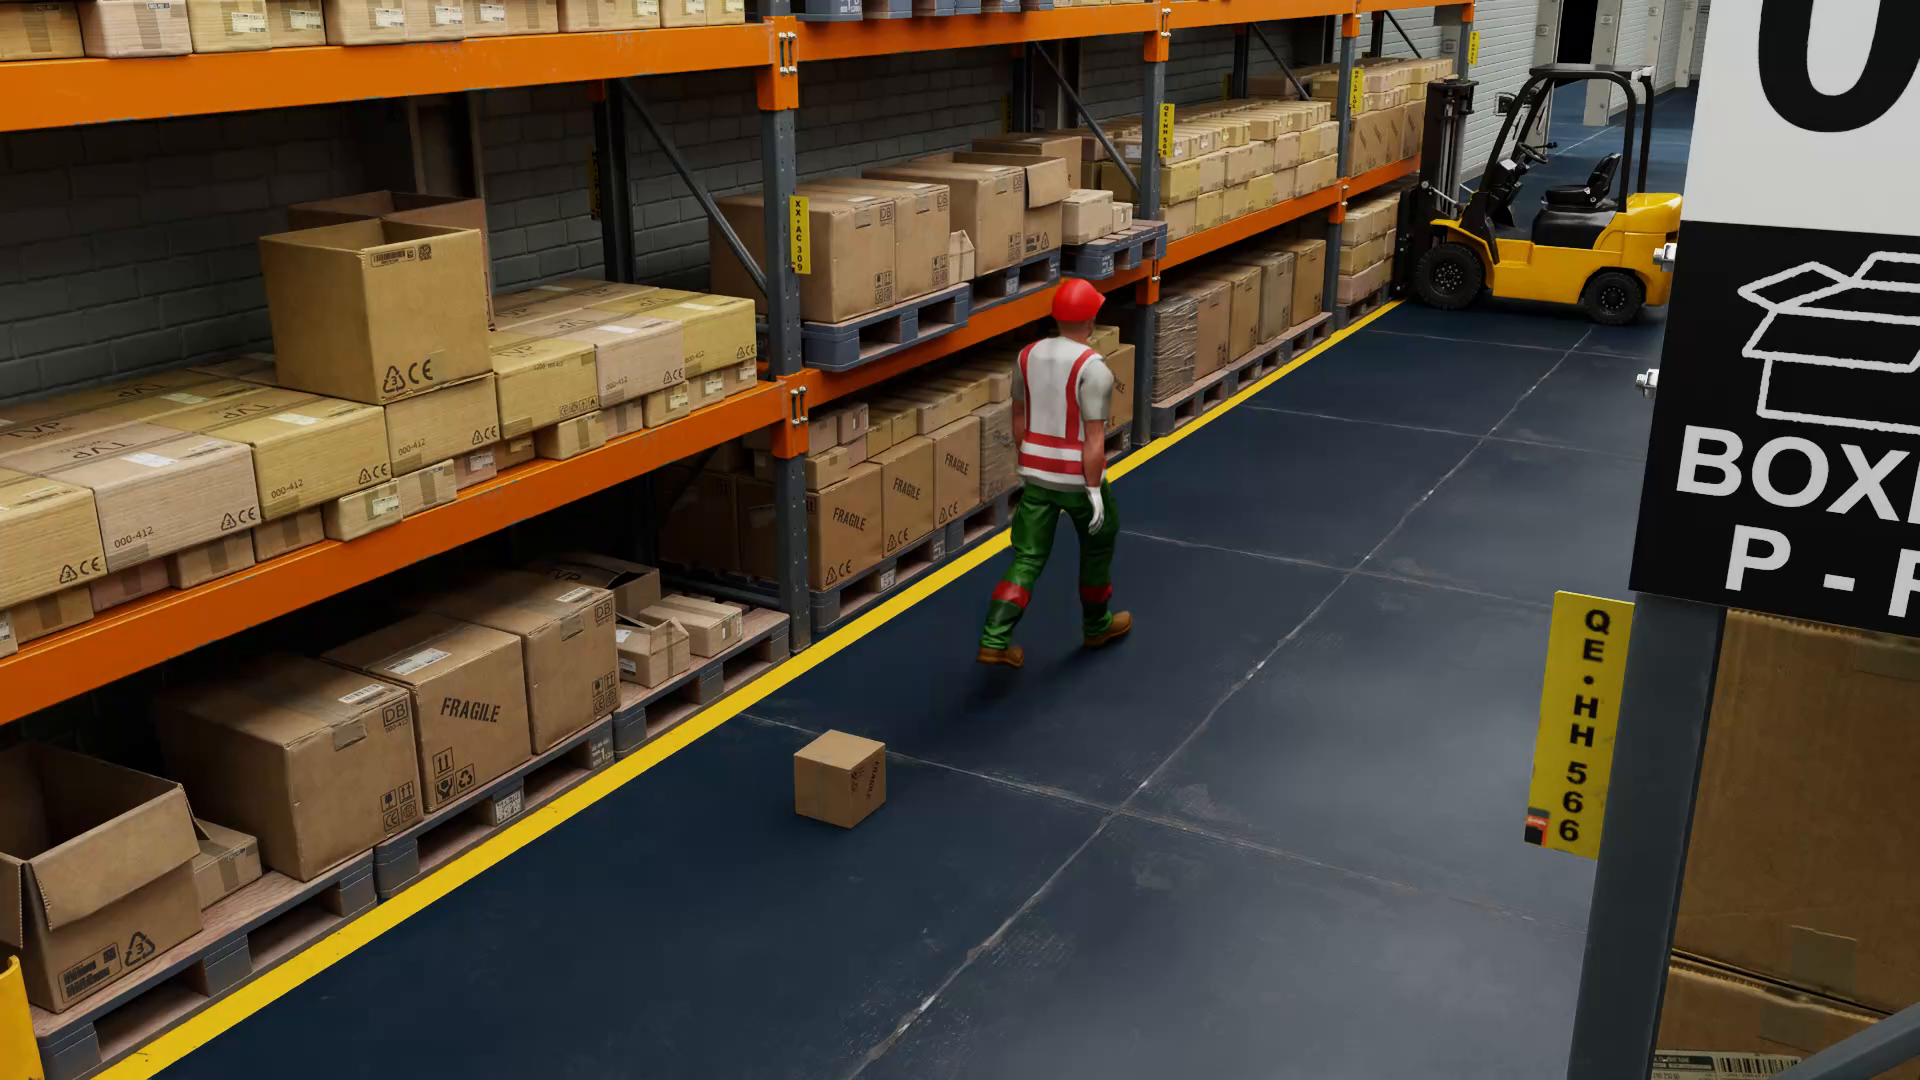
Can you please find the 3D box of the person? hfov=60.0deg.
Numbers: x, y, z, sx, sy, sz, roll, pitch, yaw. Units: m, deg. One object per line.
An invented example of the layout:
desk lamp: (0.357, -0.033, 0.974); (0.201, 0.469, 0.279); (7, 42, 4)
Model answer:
person: (0.427, -0.274, 7.337); (0.576, 1.750, 1.043); (14, 23, 34)
